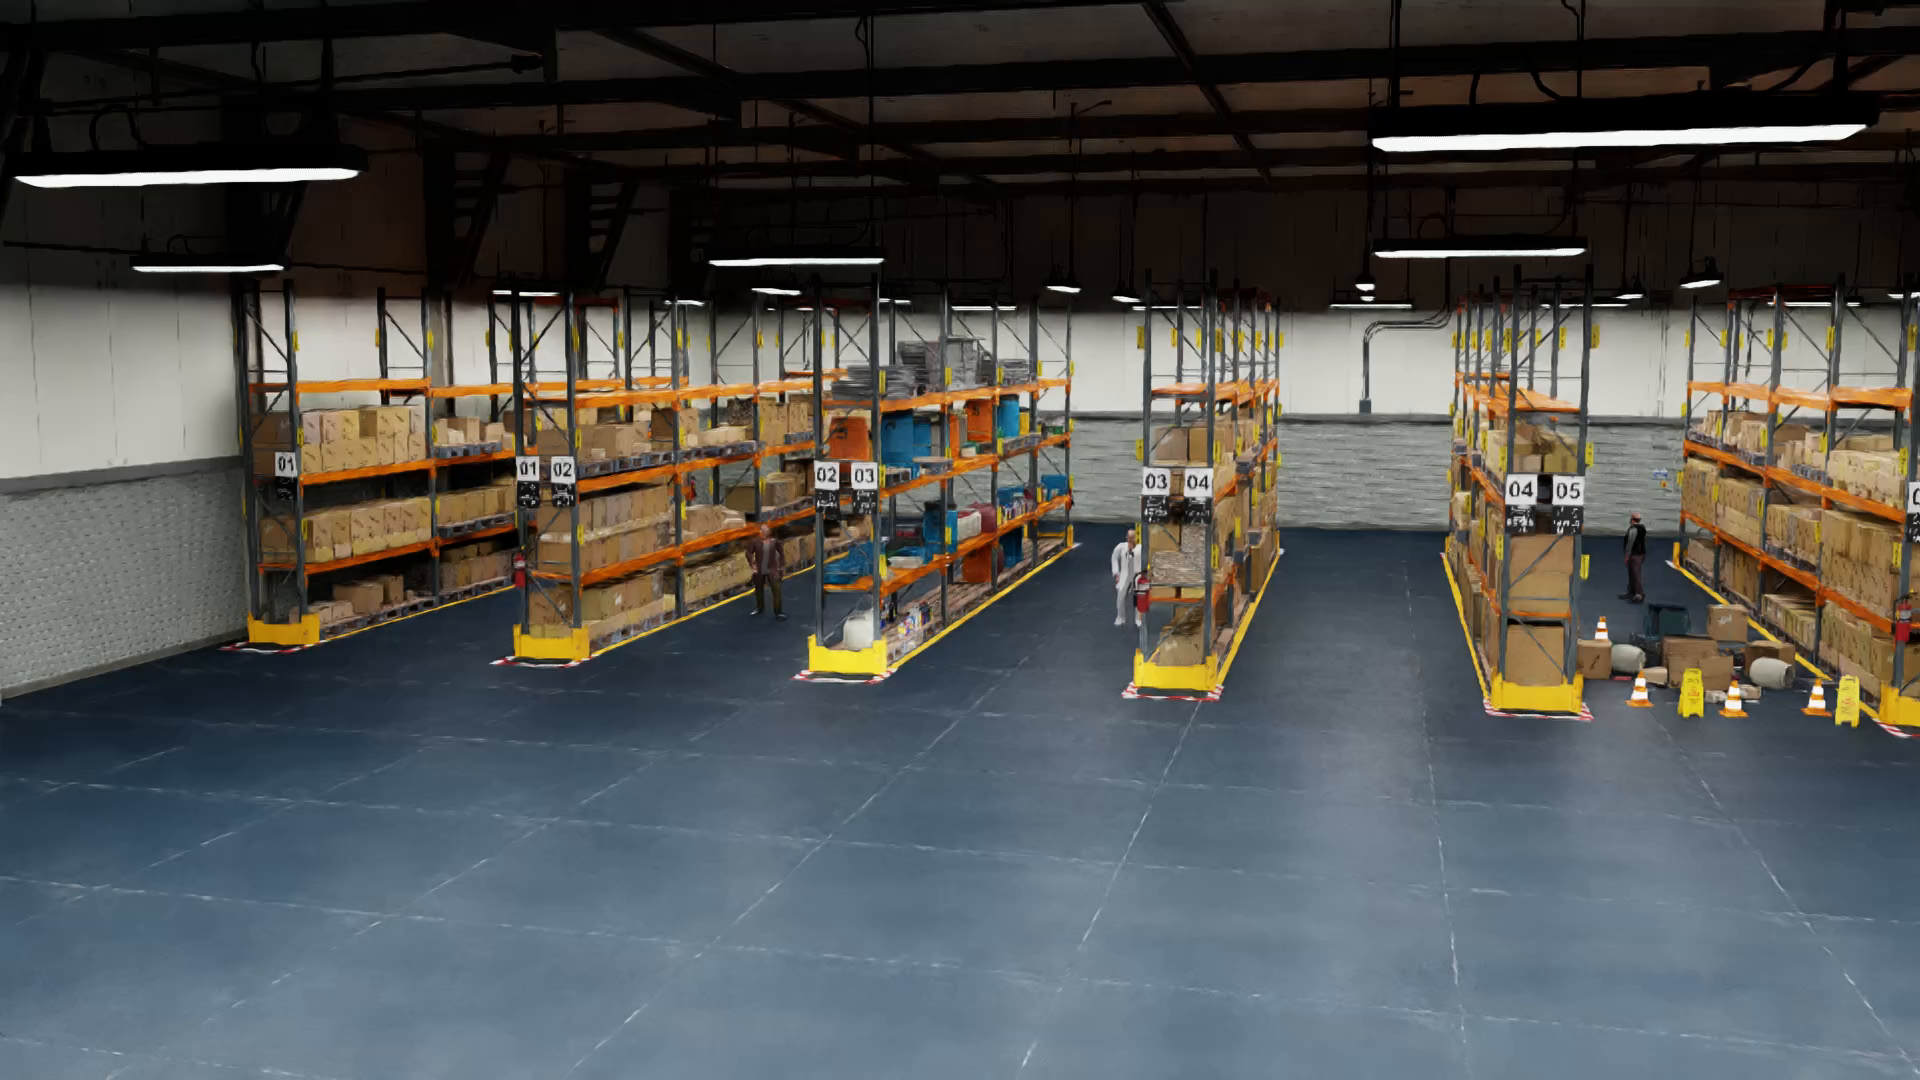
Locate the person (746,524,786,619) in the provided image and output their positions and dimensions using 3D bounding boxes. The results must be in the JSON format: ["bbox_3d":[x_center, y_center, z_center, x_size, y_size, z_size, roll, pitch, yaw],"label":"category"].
[{"bbox_3d":[-3.494,0.545,30.023,0.724,1.713,0.884,0,7,-2],"label":"person"}]

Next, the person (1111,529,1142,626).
[{"bbox_3d":[3.011,0.650,29.204,0.729,1.731,0.546,2,7,13],"label":"person"}]

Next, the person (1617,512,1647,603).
[{"bbox_3d":[12.915,0.314,31.914,0.581,1.718,0.641,6,9,39],"label":"person"}]
